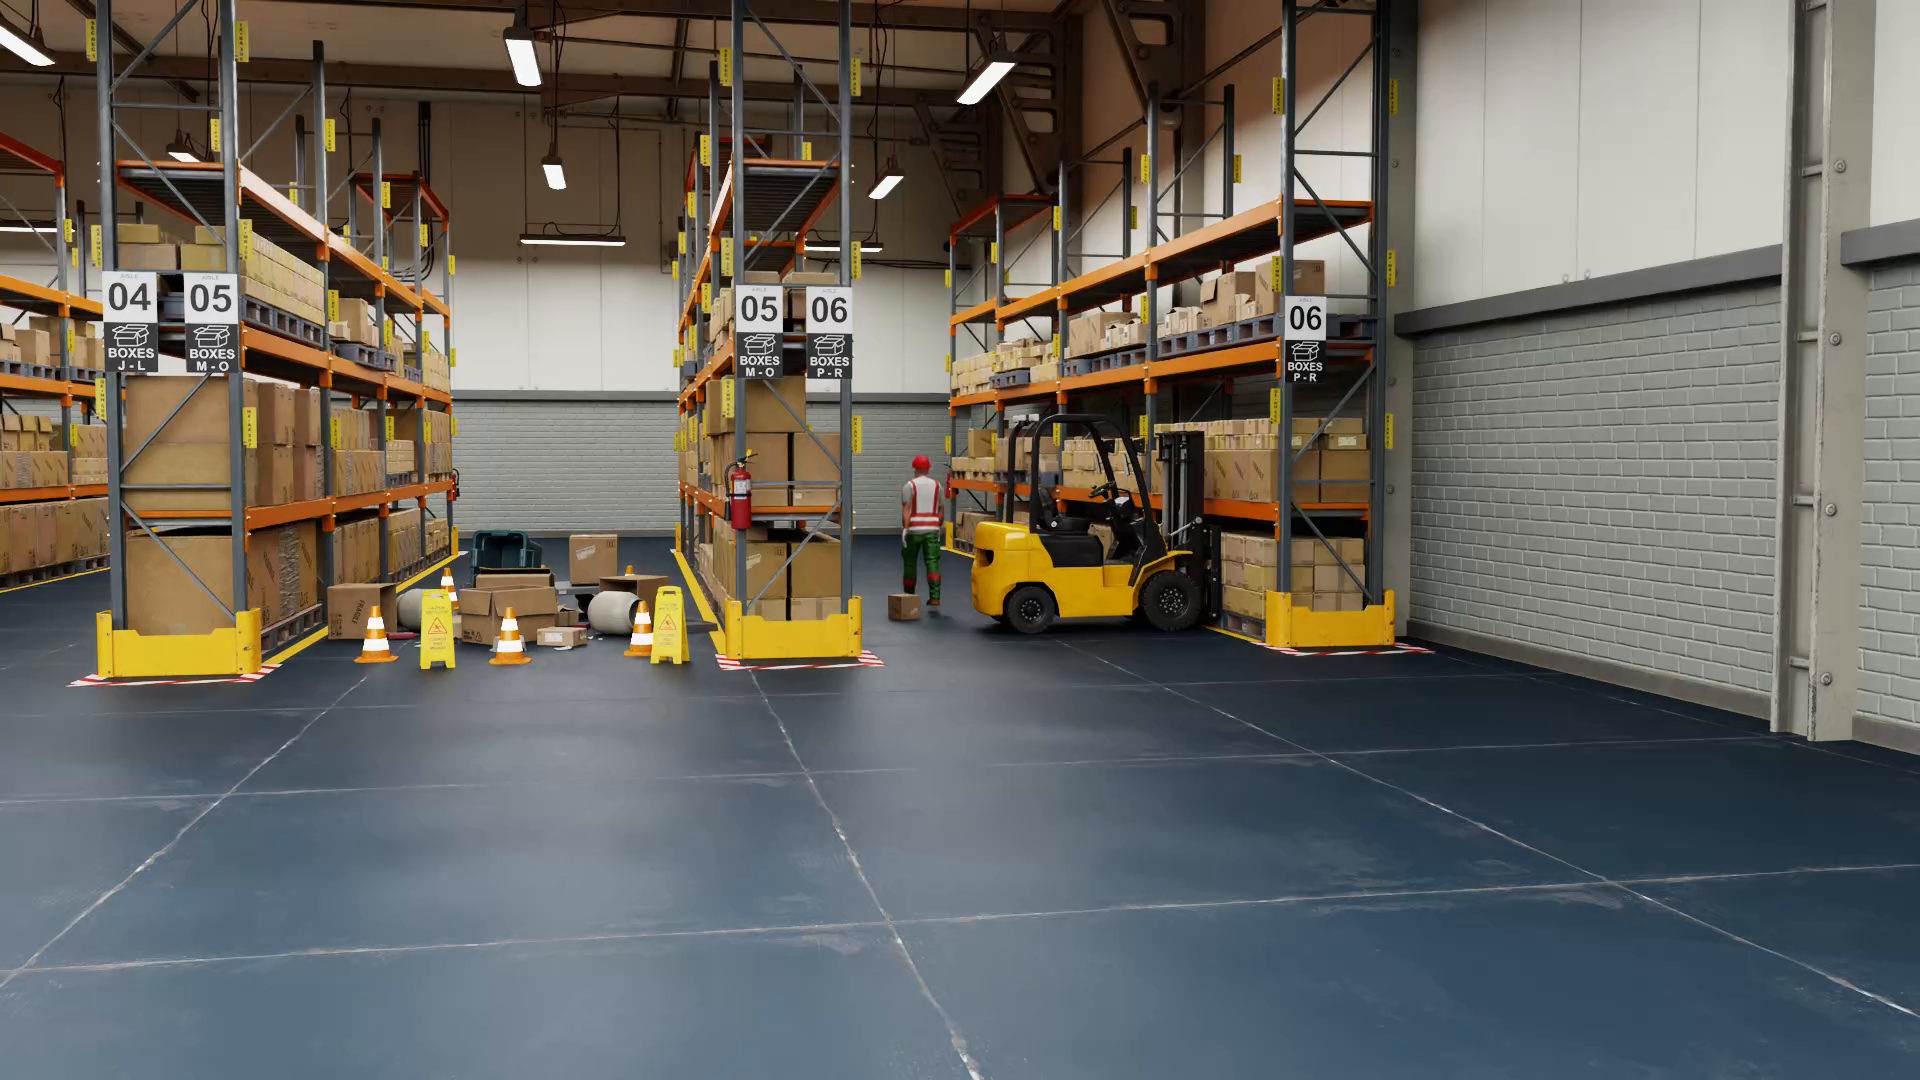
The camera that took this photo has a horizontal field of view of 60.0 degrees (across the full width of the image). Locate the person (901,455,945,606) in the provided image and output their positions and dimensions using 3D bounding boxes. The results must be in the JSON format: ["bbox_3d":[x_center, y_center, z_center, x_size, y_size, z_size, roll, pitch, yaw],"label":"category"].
[{"bbox_3d":[-0.439,-0.103,18.945,0.547,1.730,1.092,-1,3,-15],"label":"person"}]
